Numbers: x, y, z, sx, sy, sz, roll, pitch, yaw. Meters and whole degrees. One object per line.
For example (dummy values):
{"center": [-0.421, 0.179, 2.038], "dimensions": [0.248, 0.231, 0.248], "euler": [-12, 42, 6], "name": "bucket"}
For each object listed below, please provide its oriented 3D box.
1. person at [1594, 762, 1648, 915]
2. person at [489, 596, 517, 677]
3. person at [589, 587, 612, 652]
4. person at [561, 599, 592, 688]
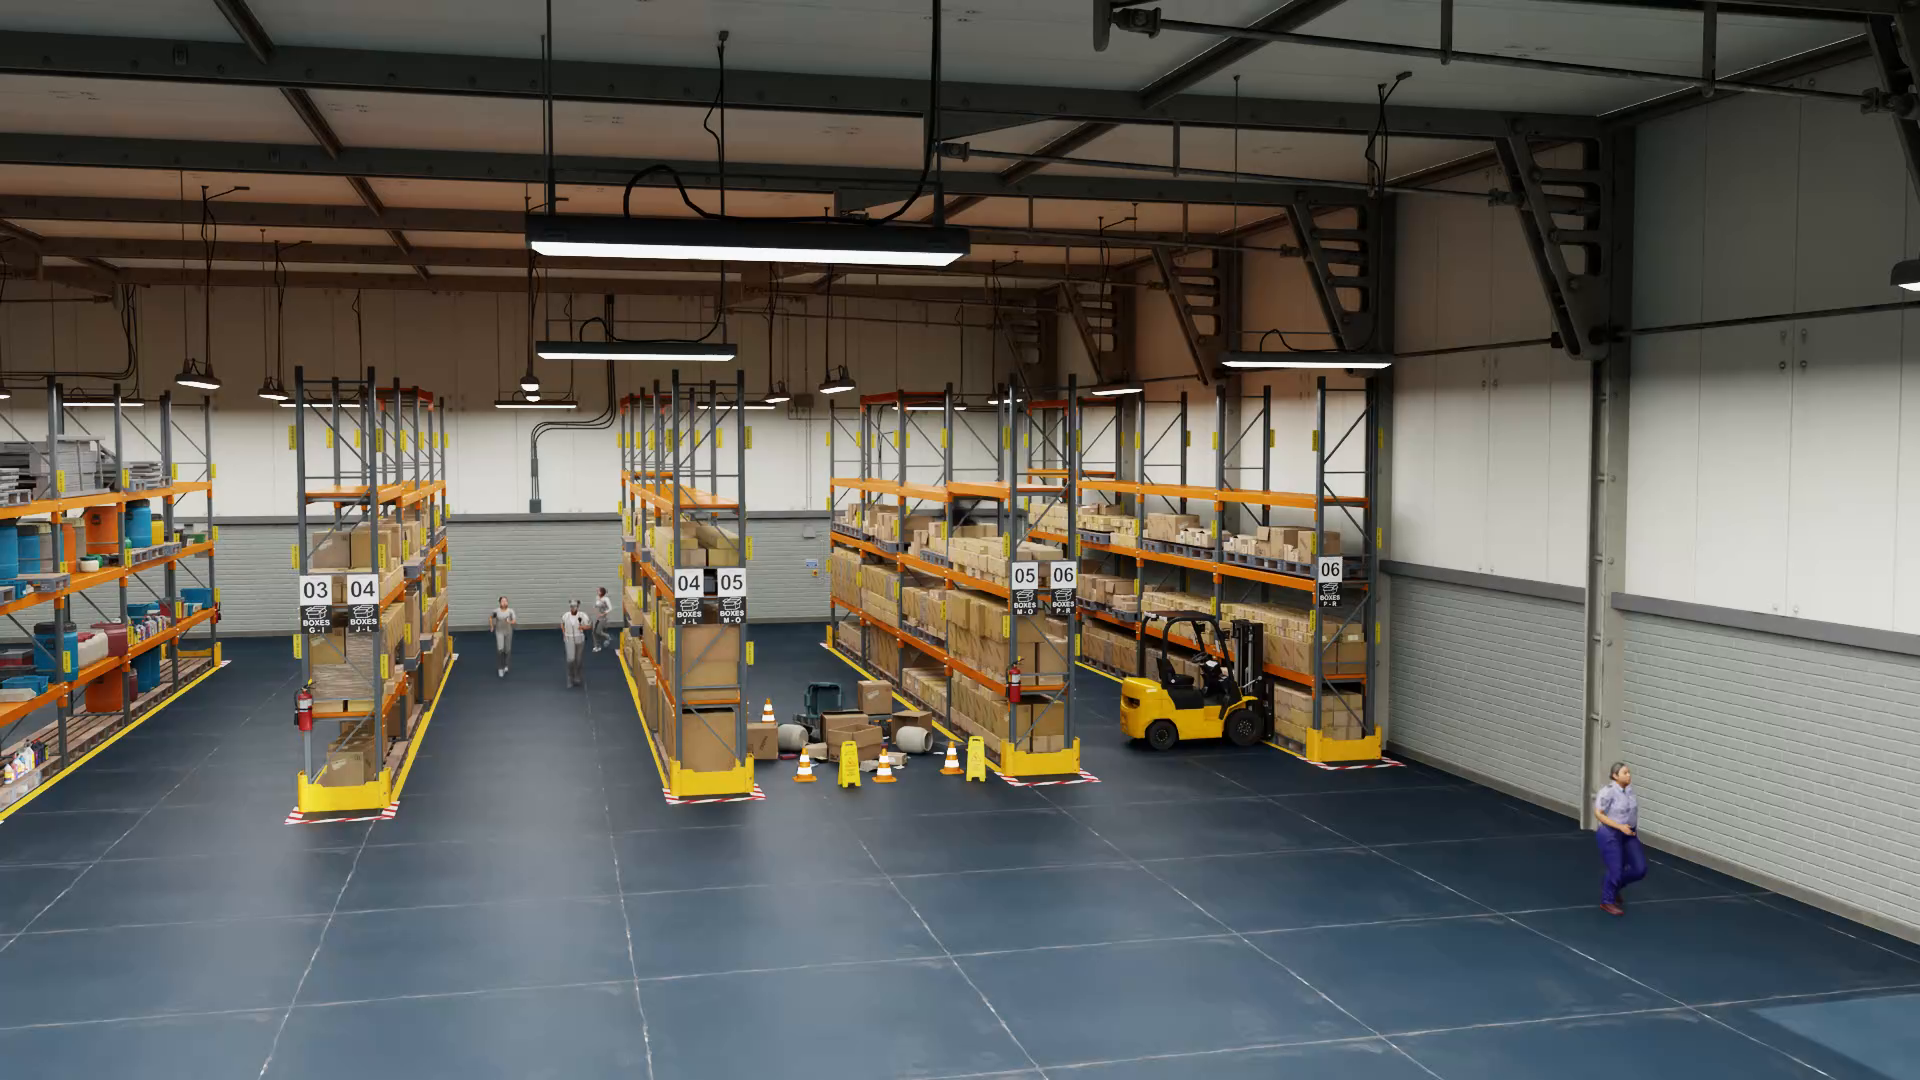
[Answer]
{"center": [6.975, 3.163, 17.555], "dimensions": [0.609, 1.590, 0.516], "euler": [-2, 4, -28], "name": "person"}
{"center": [-9.749, 2.051, 35.504], "dimensions": [0.534, 1.716, 0.736], "euler": [-1, 4, -23], "name": "person"}
{"center": [-8.520, 1.884, 39.612], "dimensions": [0.571, 1.554, 0.596], "euler": [2, 4, 36], "name": "person"}
{"center": [-7.825, 2.118, 33.905], "dimensions": [0.625, 1.862, 0.782], "euler": [-1, 3, -11], "name": "person"}
